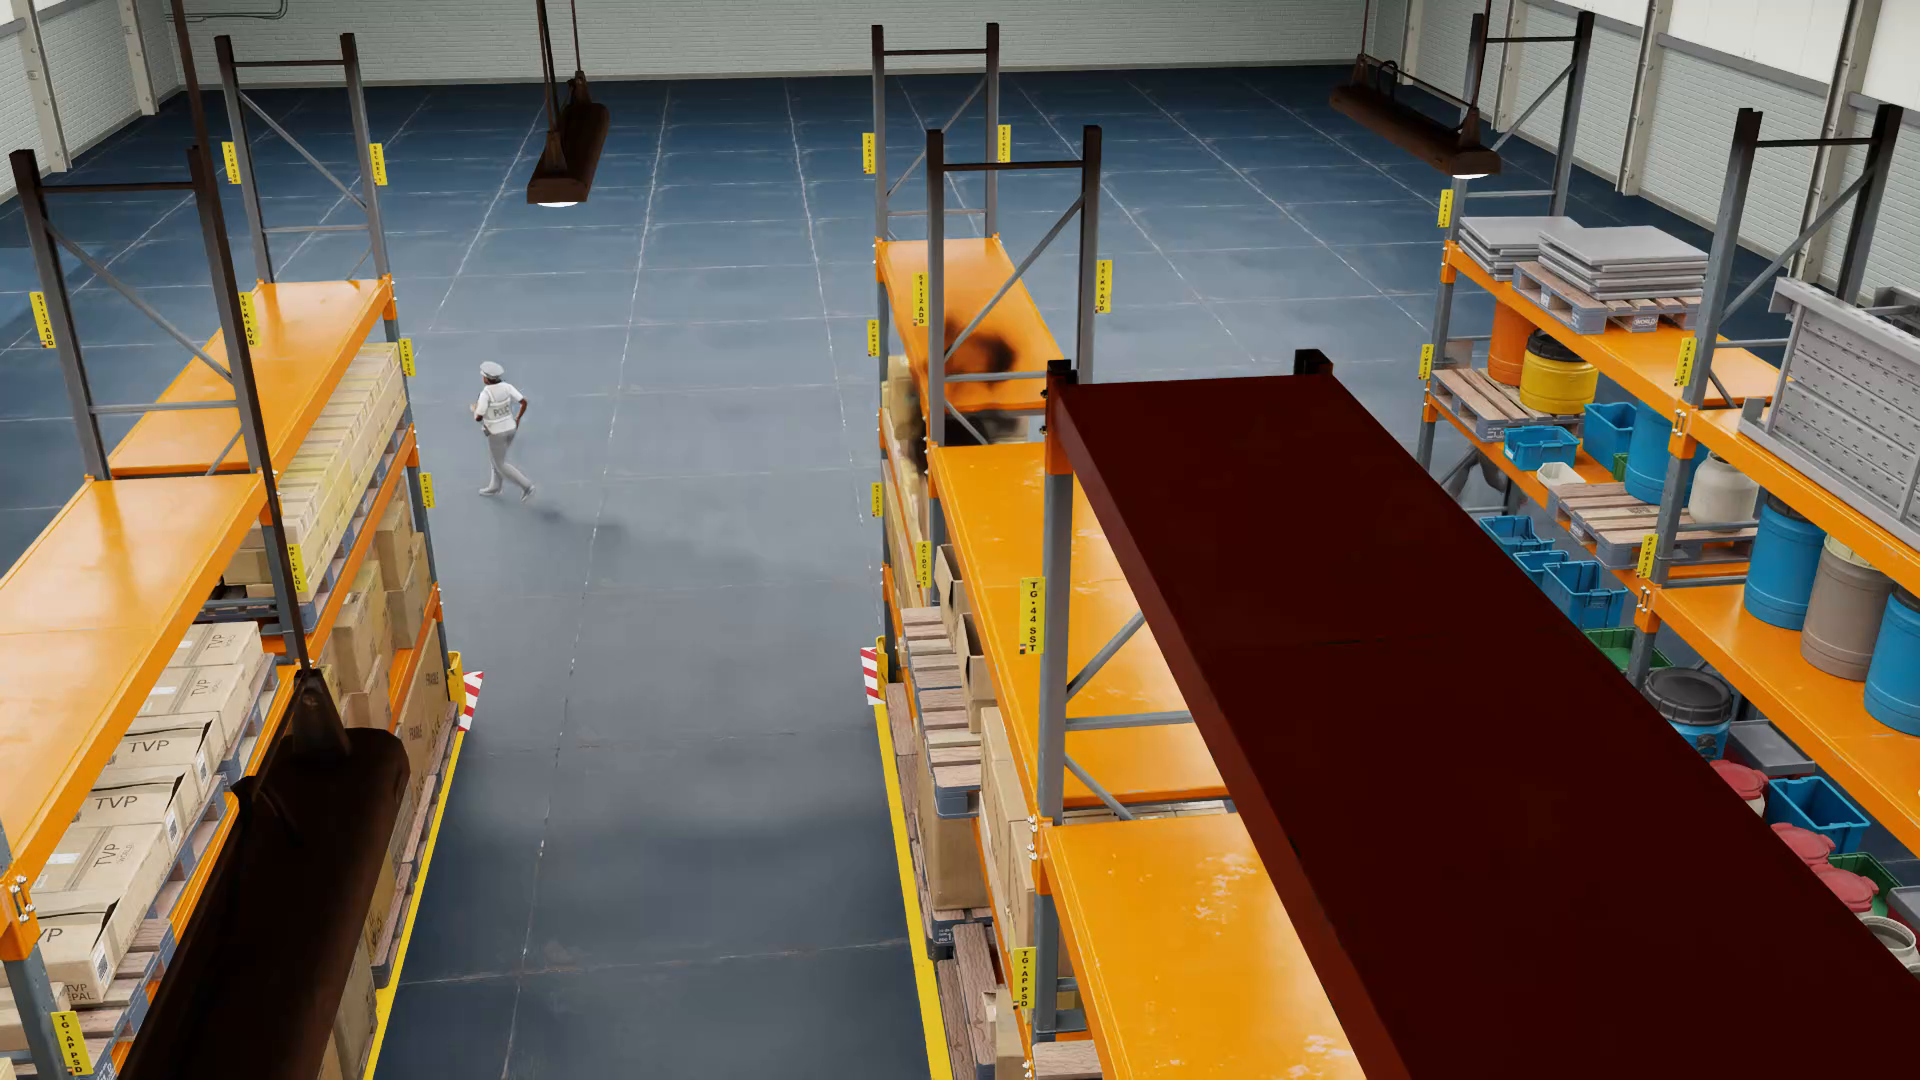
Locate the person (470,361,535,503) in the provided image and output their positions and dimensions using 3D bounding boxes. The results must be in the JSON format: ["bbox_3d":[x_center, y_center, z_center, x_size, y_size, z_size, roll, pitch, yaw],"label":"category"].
[{"bbox_3d":[-5.257,-1.229,19.081,0.911,1.678,0.576,13,28,25],"label":"person"}]

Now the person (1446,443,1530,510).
[{"bbox_3d":[5.952,-1.016,18.754,1.026,1.689,0.522,6,26,13],"label":"person"}]
